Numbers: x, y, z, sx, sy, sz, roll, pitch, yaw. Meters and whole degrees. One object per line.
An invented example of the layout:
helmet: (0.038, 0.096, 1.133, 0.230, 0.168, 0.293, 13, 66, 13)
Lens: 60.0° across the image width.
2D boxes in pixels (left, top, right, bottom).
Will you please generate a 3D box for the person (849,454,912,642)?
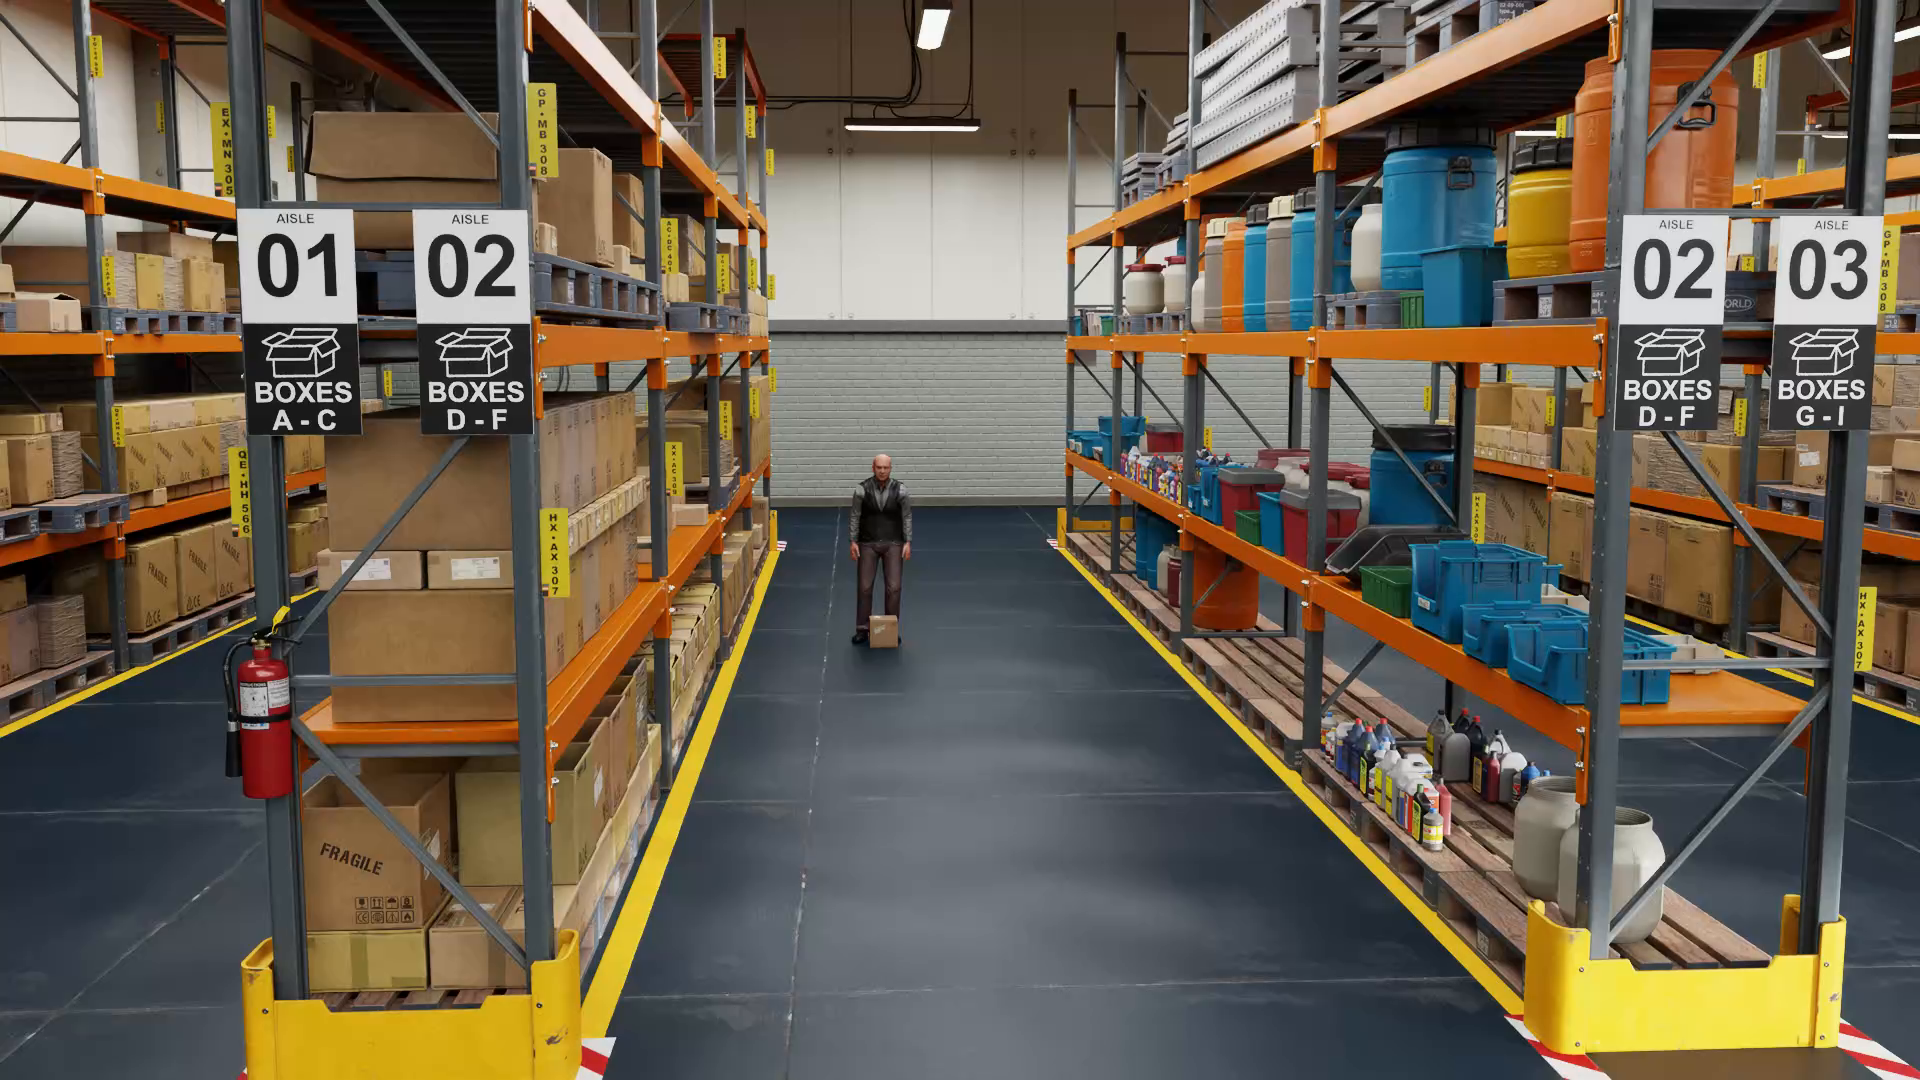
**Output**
person: (-0.727, 0.069, 15.262, 0.581, 1.721, 0.463, 0, 7, -3)
